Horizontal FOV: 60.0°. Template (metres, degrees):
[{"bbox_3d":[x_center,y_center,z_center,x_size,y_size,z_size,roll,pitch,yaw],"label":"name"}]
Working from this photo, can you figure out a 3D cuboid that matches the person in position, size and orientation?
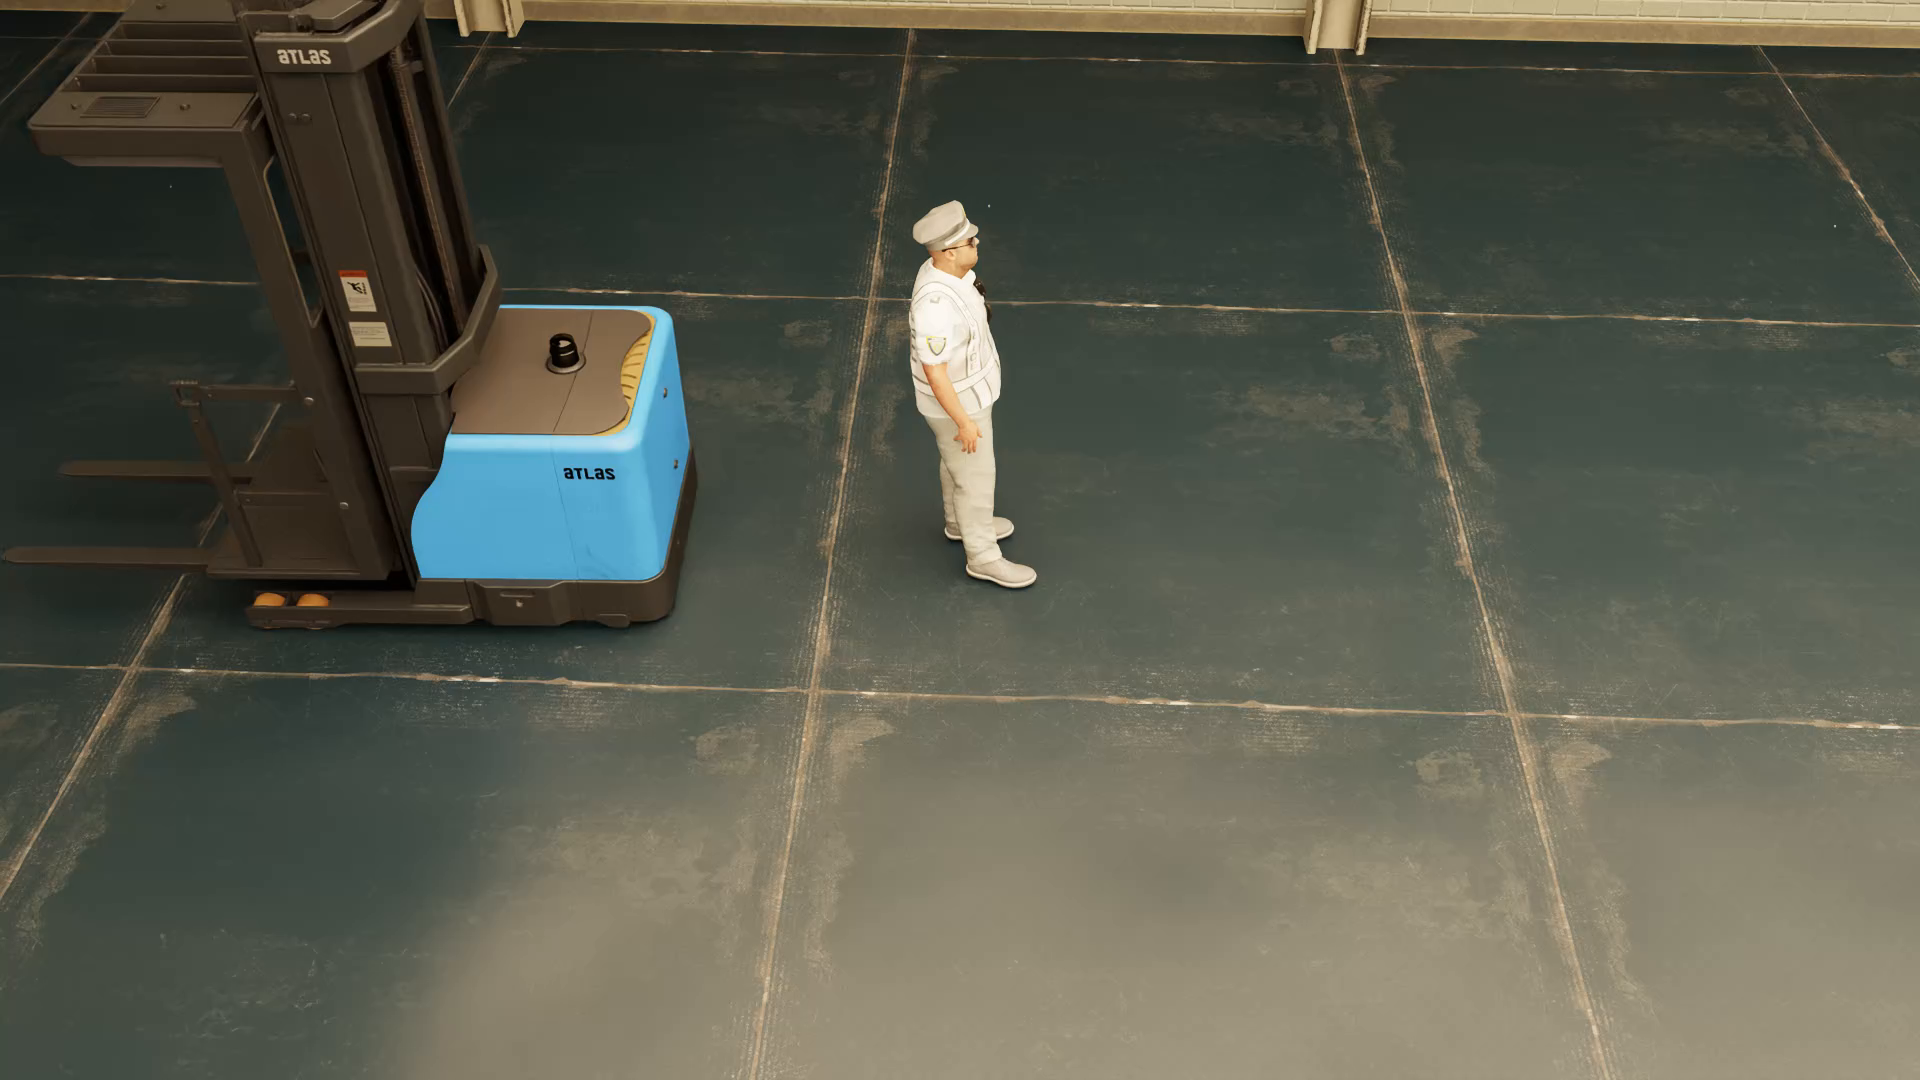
[{"bbox_3d":[0.077,-0.653,7.299,0.575,1.781,0.640,2,42,2],"label":"person"}]

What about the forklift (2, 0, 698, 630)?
[{"bbox_3d":[-2.800,-1.037,6.878,3.031,2.935,1.130,1,42,1],"label":"forklift"}]
